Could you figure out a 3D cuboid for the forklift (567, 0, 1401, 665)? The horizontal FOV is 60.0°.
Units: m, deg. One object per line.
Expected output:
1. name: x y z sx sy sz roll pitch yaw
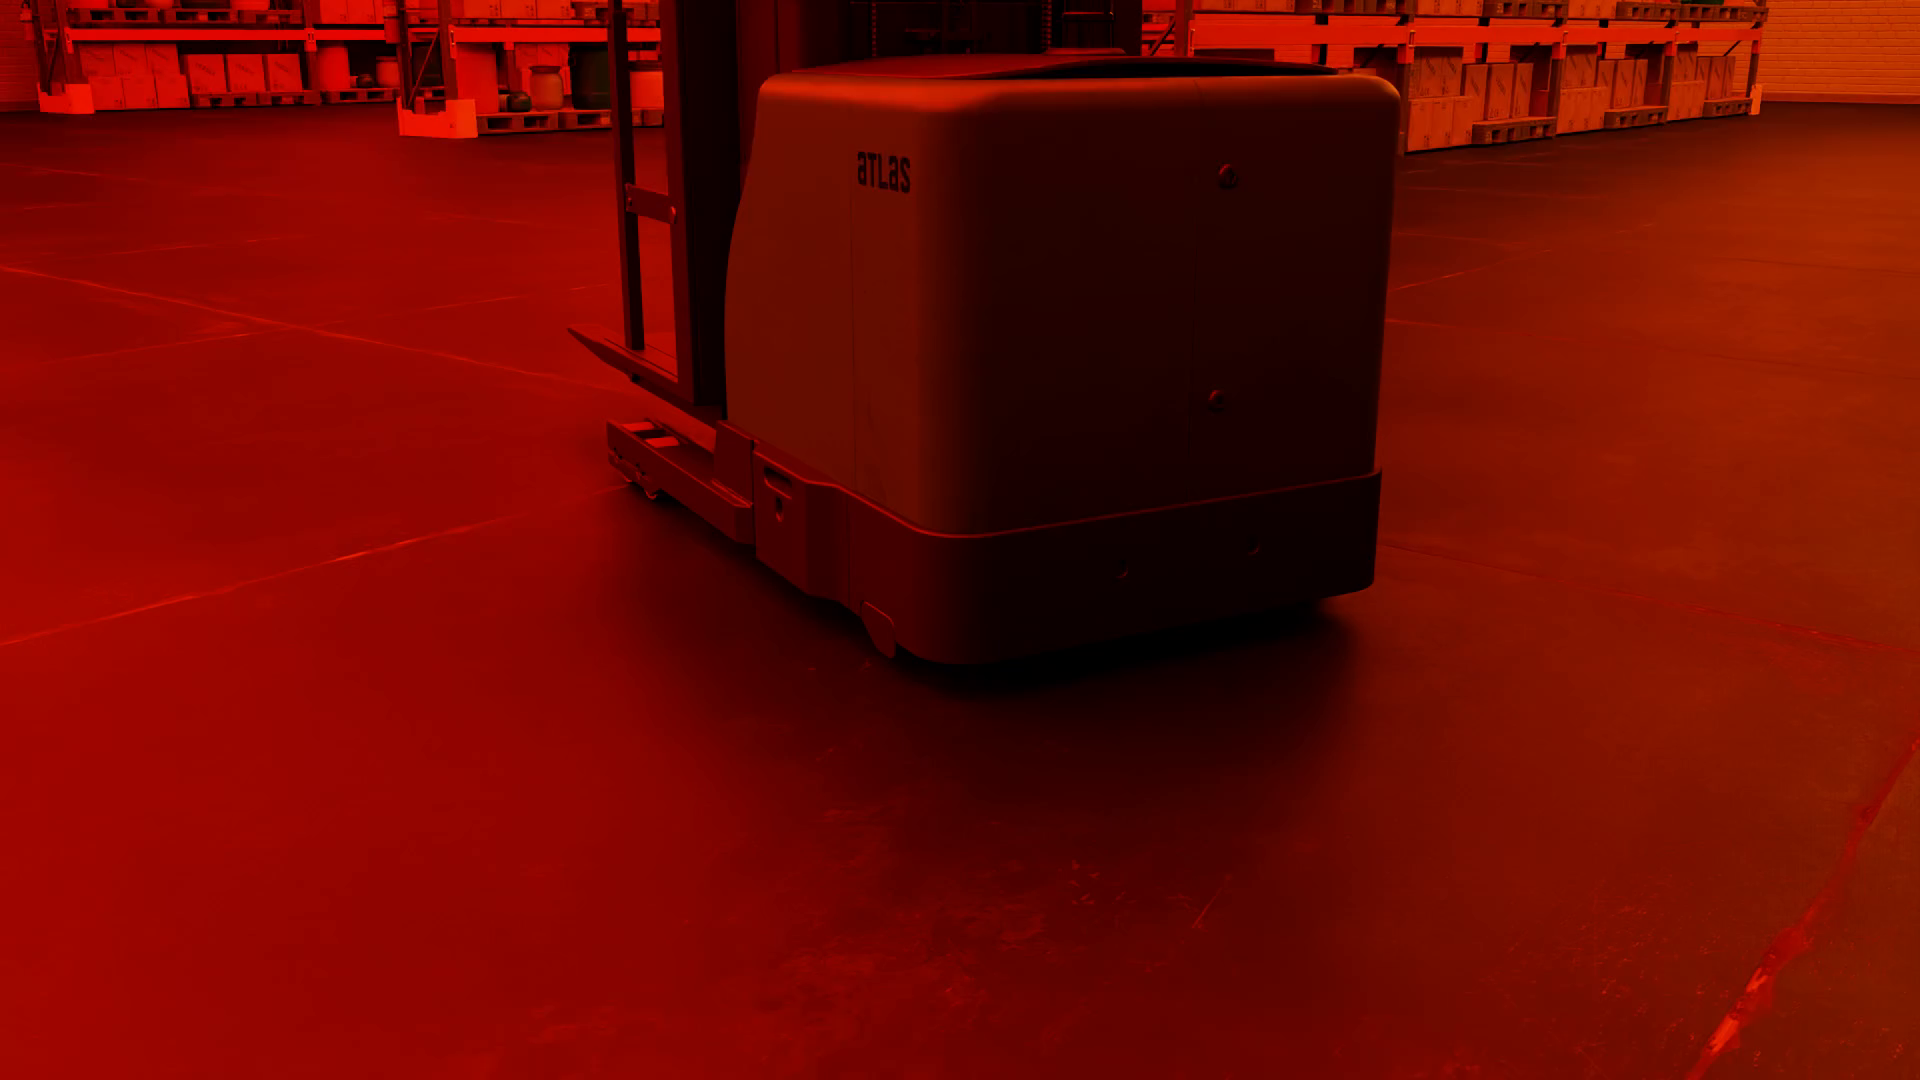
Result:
1. forklift: -0.288 -1.559 4.031 1.130 2.935 3.031 -9 19 -27
